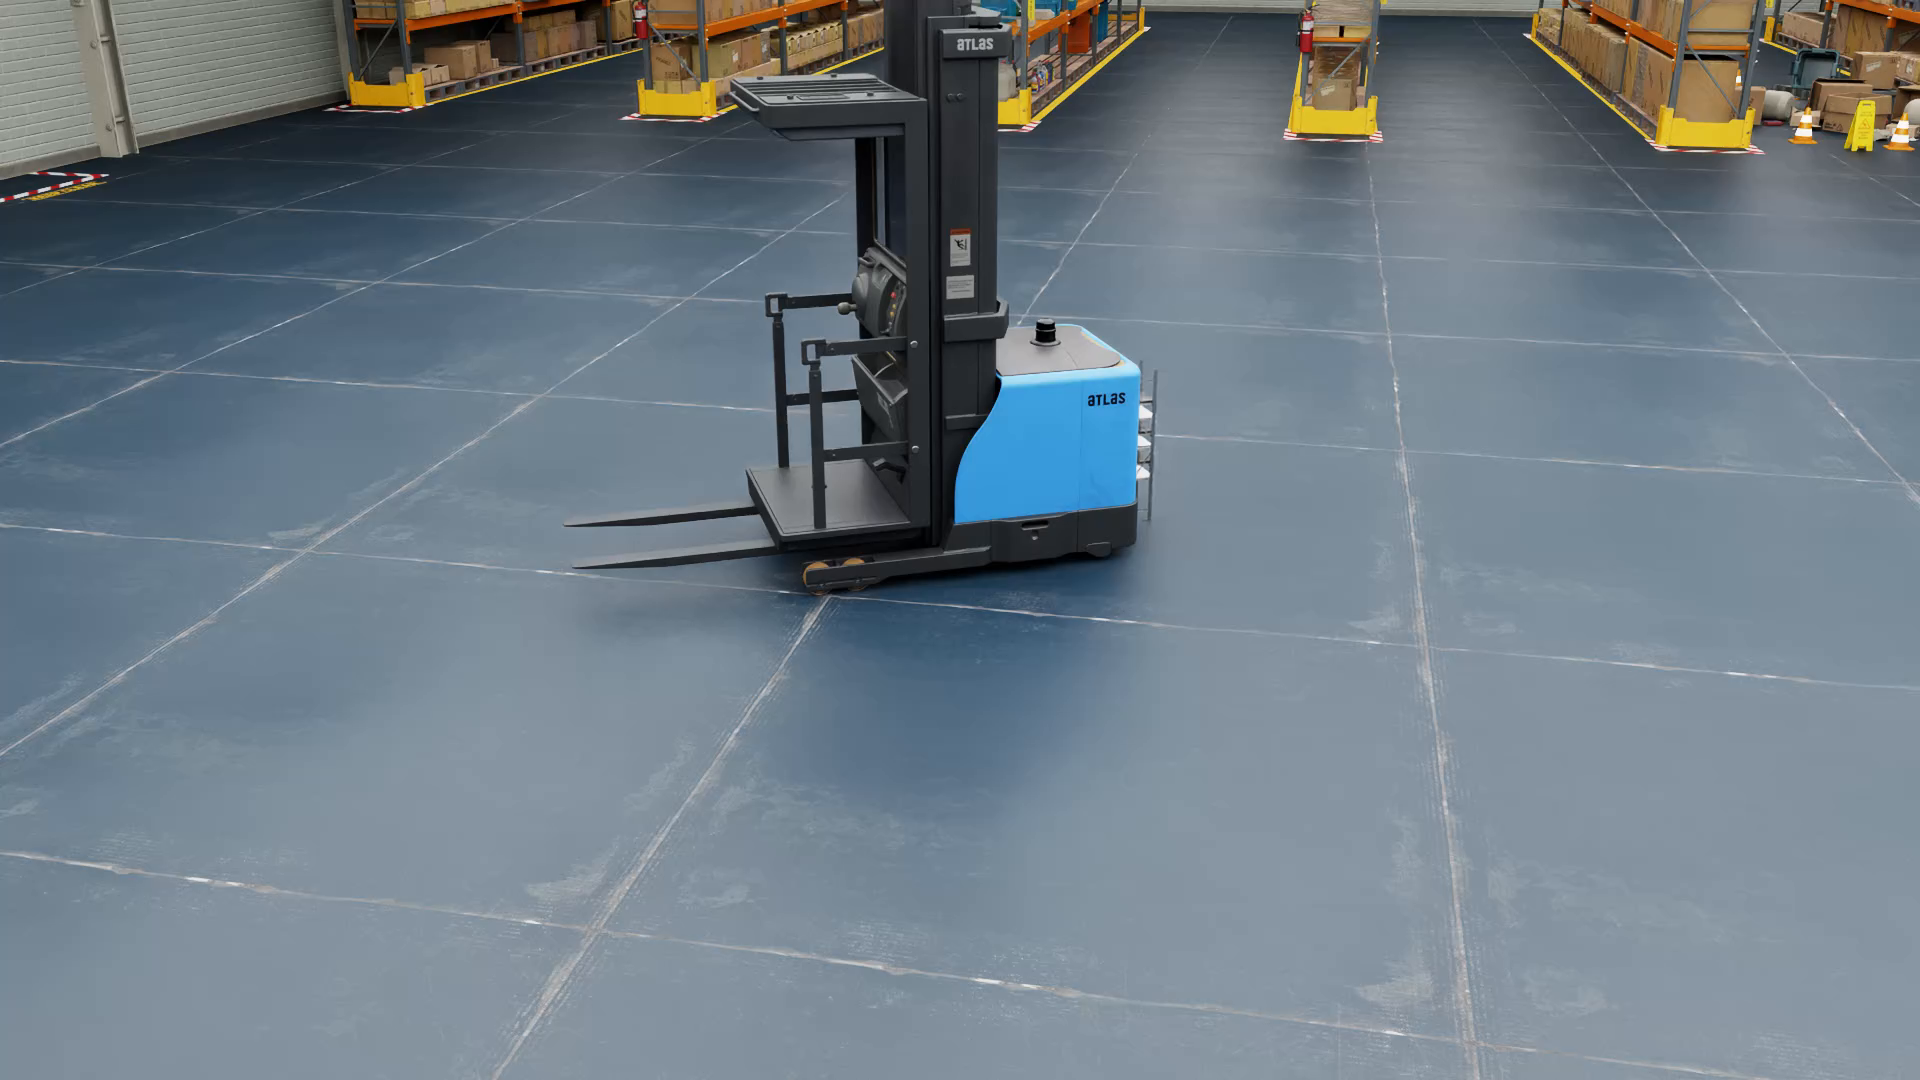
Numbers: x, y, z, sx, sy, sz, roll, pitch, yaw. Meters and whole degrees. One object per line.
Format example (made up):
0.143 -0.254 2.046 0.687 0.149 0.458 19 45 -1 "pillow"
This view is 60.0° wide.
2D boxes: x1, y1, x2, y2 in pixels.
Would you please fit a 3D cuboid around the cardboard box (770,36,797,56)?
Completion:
-3.211 -8.765 29.471 0.500 0.311 0.500 5 22 11 "cardboard box"

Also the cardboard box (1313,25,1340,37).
5.198 -7.238 23.646 0.380 0.149 0.250 4 22 11 "cardboard box"

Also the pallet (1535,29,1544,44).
13.226 -11.055 36.521 1.003 0.211 1.213 4 22 11 "pallet"

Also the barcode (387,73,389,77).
-9.364 -7.612 27.236 0.001 0.075 0.075 4 22 11 "barcode"

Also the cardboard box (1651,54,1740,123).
10.251 -6.282 23.217 0.875 0.875 0.875 5 22 11 "cardboard box"

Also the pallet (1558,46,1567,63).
12.468 -9.630 32.981 1.003 0.211 1.213 4 22 11 "pallet"

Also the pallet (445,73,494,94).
-8.738 -7.841 28.539 1.003 0.211 1.213 4 22 11 "pallet"

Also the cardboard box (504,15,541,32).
-8.169 -9.654 31.063 0.500 0.250 0.500 4 22 10 "cardboard box"

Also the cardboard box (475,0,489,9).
-8.386 -9.207 28.372 0.500 0.250 0.500 4 22 11 "cardboard box"

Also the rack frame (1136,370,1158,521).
0.993 -0.523 9.447 0.240 0.900 0.006 -7 23 -16 "rack frame"

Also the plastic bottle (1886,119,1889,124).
13.761 -6.250 24.790 0.133 0.061 0.283 8 23 20 "plastic bottle"

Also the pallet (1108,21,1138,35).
3.552 -11.871 38.547 1.003 0.211 1.213 4 22 11 "pallet"

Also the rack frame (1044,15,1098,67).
2.126 -10.538 31.503 1.000 3.000 0.127 4 22 11 "rack frame"

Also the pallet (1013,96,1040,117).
0.634 -6.647 25.574 1.003 0.211 1.213 4 22 11 "pallet"

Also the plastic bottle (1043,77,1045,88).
1.321 -7.431 26.945 0.097 0.201 0.097 0 22 0 "plastic bottle"

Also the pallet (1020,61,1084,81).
1.679 -8.519 30.224 1.003 0.211 1.213 4 22 11 "pallet"

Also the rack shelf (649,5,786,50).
-3.947 -8.389 27.130 1.077 0.370 4.000 4 22 11 "rack shelf"

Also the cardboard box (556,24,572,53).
-7.961 -9.707 32.197 0.700 0.500 0.500 4 22 11 "cardboard box"

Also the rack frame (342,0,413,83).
-9.205 -8.367 26.114 1.000 3.000 0.127 4 22 11 "rack frame"

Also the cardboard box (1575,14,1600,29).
11.904 -9.769 31.374 0.500 0.250 0.500 5 22 12 "cardboard box"

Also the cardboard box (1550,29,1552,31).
12.702 -10.719 35.206 0.380 0.149 0.250 5 22 12 "cardboard box"

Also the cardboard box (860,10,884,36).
-1.836 -11.042 35.512 0.500 0.500 0.500 5 22 11 "cardboard box"

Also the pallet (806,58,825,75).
-3.180 -8.880 31.120 1.003 0.211 1.213 4 22 11 "pallet"

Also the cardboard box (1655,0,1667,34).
10.604 -7.623 24.066 0.875 0.550 0.500 4 22 11 "cardboard box"

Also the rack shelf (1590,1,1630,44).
11.401 -8.680 27.853 1.077 0.370 4.000 4 22 11 "rack shelf"

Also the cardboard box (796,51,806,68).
-3.108 -8.689 30.030 0.500 0.250 0.500 5 22 12 "cardboard box"

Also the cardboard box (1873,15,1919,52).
16.898 -8.860 29.620 0.875 0.875 0.875 4 22 10 "cardboard box"

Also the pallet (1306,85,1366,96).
6.056 -7.155 26.838 1.003 0.211 1.213 4 22 11 "pallet"

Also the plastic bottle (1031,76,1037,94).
1.168 -7.190 26.254 0.097 0.271 0.097 0 22 0 "plastic bottle"

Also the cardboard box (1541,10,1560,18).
12.887 -11.461 36.254 0.380 0.149 0.250 4 22 11 "cardboard box"

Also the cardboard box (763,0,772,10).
-3.623 -9.337 28.389 0.700 0.500 0.500 4 22 10 "cardboard box"

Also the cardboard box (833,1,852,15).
-2.549 -11.064 34.564 0.500 0.250 0.500 4 22 10 "cardboard box"

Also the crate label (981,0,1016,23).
0.604 -8.322 25.955 0.502 0.435 0.616 4 22 11 "crate label"

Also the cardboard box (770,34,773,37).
-3.637 -8.994 30.038 0.500 0.311 0.500 5 22 12 "cardboard box"

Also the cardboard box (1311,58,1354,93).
5.928 -7.379 26.445 0.500 0.500 0.500 12 25 28 "cardboard box"

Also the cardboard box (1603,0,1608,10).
11.249 -9.277 28.240 0.500 0.500 0.500 4 22 11 "cardboard box"

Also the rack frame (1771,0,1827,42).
18.309 -12.330 35.955 1.000 3.000 0.127 4 22 11 "rack frame"

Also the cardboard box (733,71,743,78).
-3.827 -7.455 26.968 0.500 0.250 0.500 4 22 11 "cardboard box"

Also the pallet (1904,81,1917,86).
16.264 -7.381 27.397 1.003 0.211 1.213 4 22 11 "pallet"

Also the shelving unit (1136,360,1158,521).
0.962 -0.559 9.537 0.258 0.900 0.210 -7 23 -16 "shelving unit"

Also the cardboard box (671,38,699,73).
-4.347 -7.844 26.929 0.500 0.500 0.500 4 22 11 "cardboard box"

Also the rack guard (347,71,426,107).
-9.190 -7.235 26.650 1.175 0.500 0.348 4 22 11 "rack guard"

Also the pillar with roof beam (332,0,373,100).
-5.695 -11.144 24.978 9.100 9.000 0.400 4 22 11 "pillar with roof beam"

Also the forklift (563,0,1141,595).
-0.605 -1.293 8.641 3.031 2.935 1.130 -6 23 -15 "forklift"

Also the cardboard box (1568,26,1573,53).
12.015 -9.607 31.976 0.500 0.500 0.500 5 22 12 "cardboard box"

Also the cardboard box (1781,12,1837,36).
18.272 -11.088 35.737 0.875 0.438 0.875 4 22 9 "cardboard box"

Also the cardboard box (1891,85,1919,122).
14.309 -6.495 24.809 0.500 0.500 0.500 -16 27 -35 "cardboard box"

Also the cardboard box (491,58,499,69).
-8.469 -8.522 29.702 0.380 0.166 0.250 2 22 4 "cardboard box"

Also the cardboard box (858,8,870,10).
-2.244 -11.266 36.068 0.500 0.500 0.500 3 22 8 "cardboard box"

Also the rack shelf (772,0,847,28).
-3.131 -9.852 30.762 1.077 0.370 4.000 4 22 11 "rack shelf"
